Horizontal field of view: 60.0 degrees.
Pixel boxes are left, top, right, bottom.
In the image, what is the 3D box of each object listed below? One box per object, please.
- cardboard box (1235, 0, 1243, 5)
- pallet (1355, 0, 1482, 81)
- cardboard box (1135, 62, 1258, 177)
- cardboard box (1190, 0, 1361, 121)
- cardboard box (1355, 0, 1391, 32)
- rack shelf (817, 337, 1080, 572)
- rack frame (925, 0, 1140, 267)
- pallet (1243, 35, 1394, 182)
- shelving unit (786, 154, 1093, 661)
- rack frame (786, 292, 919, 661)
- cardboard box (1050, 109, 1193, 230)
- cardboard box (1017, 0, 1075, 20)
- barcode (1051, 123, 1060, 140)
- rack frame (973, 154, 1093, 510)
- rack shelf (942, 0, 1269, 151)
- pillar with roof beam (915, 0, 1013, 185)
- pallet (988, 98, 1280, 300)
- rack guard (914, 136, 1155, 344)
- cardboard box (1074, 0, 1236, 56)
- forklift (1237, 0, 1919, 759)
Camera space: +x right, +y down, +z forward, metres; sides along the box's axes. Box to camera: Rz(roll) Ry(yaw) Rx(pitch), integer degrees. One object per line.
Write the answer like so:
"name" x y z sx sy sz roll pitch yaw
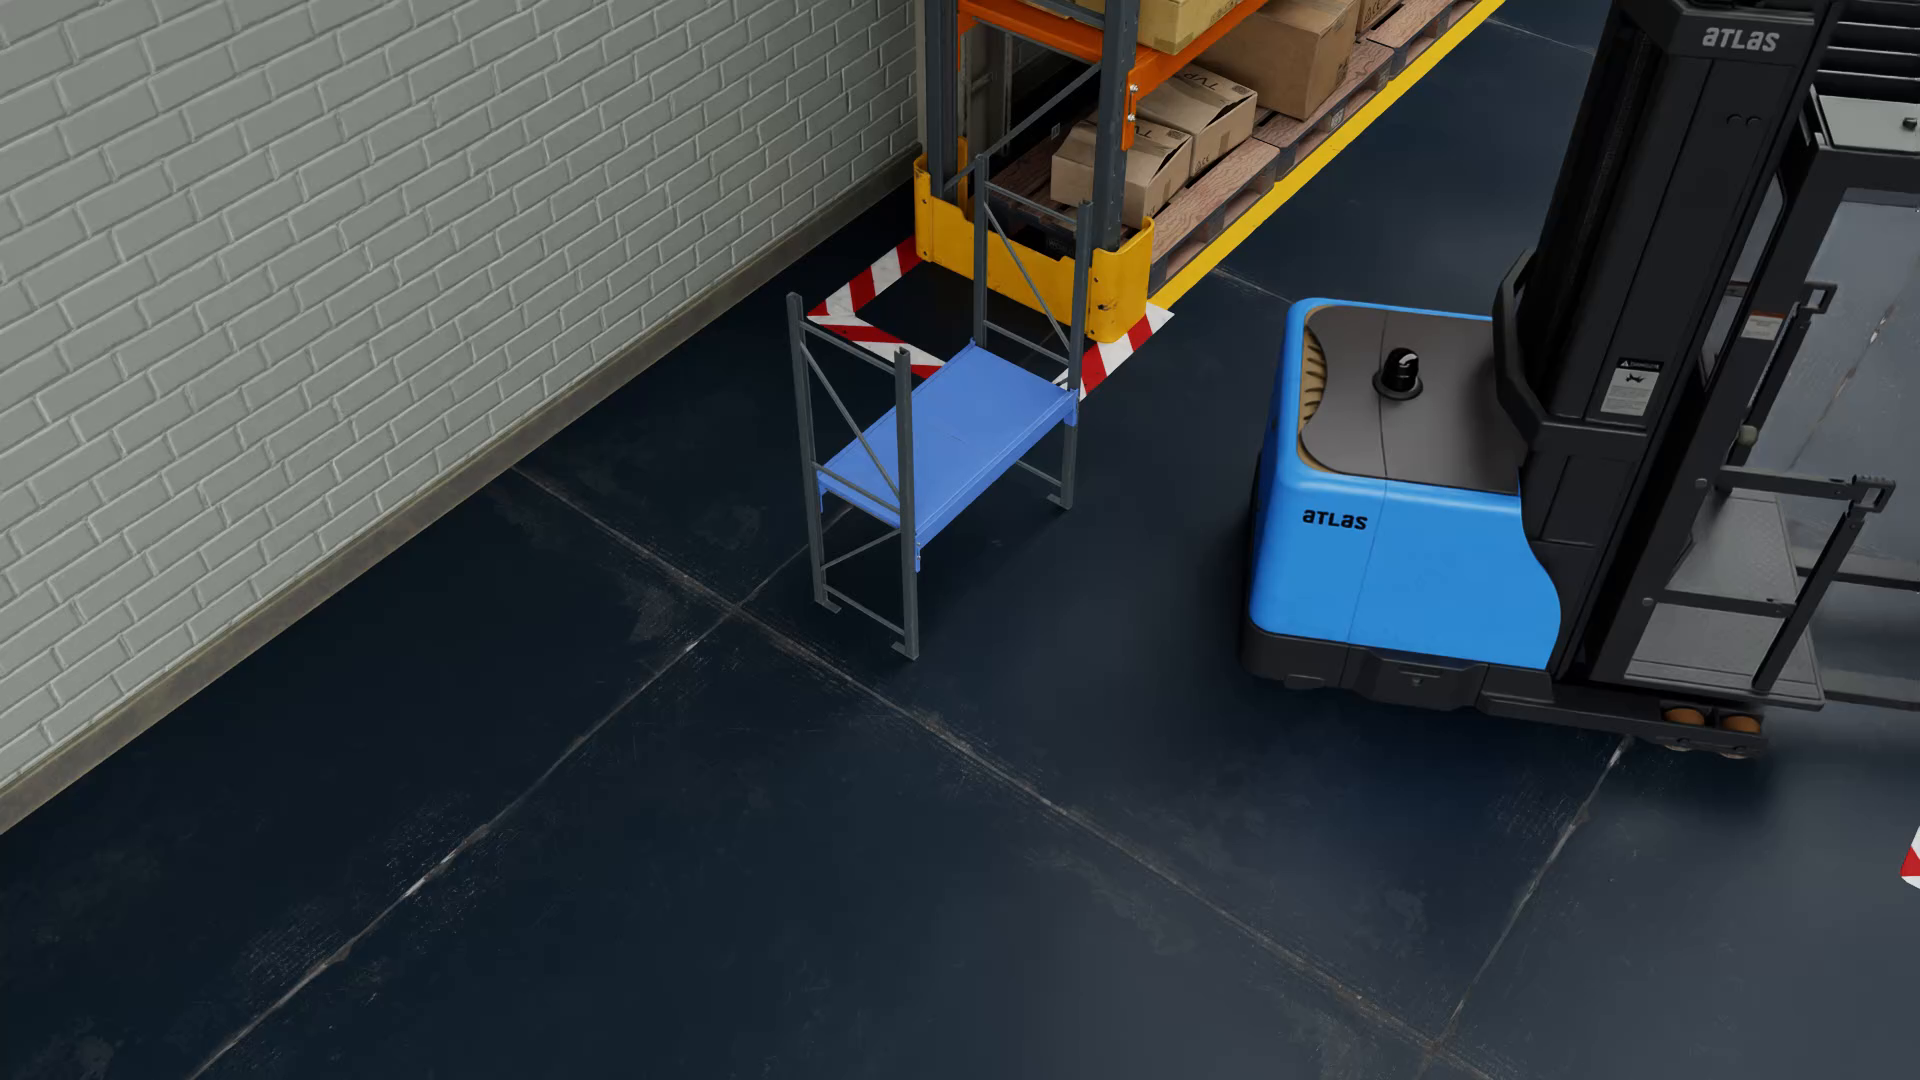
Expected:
"cardboard box" 1.135 -2.626 7.274 0.500 0.250 0.500 28 52 24
"pallet" 2.342 -3.155 9.618 1.003 0.211 1.213 29 53 25
"cardboard box" 1.122 -2.135 8.270 0.500 0.311 0.500 34 55 28
"cardboard box" 1.610 -2.598 8.581 0.700 0.500 0.500 26 52 23
"cardboard box" 2.122 -3.195 9.152 0.500 0.500 0.500 25 51 22
"rack shelf" -0.052 -0.345 6.291 0.538 0.185 1.000 29 53 25
"rack frame" 0.279 -2.229 6.805 1.000 3.000 0.127 29 53 25
"pallet" 1.596 -2.454 8.948 1.003 0.211 1.213 29 53 25
"shelving unit" -0.052 -0.469 6.161 0.538 1.500 1.048 29 53 25
"rack frame" -0.363 -0.178 5.883 0.500 1.500 0.032 29 53 25
"cardboard box" 0.773 -1.808 7.958 0.500 0.311 0.500 24 51 21
"cardboard box" 0.411 -2.537 7.189 0.500 0.250 0.500 30 53 25
"barcode" 0.468 -1.999 8.134 0.001 0.075 0.075 29 53 25
"rack frame" 0.259 -0.760 6.439 0.500 1.500 0.032 29 53 25
"rack shelf" 1.502 -3.125 8.158 1.077 0.370 4.000 29 53 25
"pillar with roof beam" 3.429 -3.181 3.565 9.100 9.000 0.400 29 53 25
"pallet" 0.850 -1.759 8.284 1.003 0.211 1.213 29 53 25
"rack guard" 0.325 -1.409 7.750 1.175 0.500 0.348 29 53 25
"cardboard box" 0.828 -2.323 6.985 0.500 0.250 0.500 28 52 24
"forklift" 2.606 -0.643 5.337 3.031 2.935 1.130 7 47 7
